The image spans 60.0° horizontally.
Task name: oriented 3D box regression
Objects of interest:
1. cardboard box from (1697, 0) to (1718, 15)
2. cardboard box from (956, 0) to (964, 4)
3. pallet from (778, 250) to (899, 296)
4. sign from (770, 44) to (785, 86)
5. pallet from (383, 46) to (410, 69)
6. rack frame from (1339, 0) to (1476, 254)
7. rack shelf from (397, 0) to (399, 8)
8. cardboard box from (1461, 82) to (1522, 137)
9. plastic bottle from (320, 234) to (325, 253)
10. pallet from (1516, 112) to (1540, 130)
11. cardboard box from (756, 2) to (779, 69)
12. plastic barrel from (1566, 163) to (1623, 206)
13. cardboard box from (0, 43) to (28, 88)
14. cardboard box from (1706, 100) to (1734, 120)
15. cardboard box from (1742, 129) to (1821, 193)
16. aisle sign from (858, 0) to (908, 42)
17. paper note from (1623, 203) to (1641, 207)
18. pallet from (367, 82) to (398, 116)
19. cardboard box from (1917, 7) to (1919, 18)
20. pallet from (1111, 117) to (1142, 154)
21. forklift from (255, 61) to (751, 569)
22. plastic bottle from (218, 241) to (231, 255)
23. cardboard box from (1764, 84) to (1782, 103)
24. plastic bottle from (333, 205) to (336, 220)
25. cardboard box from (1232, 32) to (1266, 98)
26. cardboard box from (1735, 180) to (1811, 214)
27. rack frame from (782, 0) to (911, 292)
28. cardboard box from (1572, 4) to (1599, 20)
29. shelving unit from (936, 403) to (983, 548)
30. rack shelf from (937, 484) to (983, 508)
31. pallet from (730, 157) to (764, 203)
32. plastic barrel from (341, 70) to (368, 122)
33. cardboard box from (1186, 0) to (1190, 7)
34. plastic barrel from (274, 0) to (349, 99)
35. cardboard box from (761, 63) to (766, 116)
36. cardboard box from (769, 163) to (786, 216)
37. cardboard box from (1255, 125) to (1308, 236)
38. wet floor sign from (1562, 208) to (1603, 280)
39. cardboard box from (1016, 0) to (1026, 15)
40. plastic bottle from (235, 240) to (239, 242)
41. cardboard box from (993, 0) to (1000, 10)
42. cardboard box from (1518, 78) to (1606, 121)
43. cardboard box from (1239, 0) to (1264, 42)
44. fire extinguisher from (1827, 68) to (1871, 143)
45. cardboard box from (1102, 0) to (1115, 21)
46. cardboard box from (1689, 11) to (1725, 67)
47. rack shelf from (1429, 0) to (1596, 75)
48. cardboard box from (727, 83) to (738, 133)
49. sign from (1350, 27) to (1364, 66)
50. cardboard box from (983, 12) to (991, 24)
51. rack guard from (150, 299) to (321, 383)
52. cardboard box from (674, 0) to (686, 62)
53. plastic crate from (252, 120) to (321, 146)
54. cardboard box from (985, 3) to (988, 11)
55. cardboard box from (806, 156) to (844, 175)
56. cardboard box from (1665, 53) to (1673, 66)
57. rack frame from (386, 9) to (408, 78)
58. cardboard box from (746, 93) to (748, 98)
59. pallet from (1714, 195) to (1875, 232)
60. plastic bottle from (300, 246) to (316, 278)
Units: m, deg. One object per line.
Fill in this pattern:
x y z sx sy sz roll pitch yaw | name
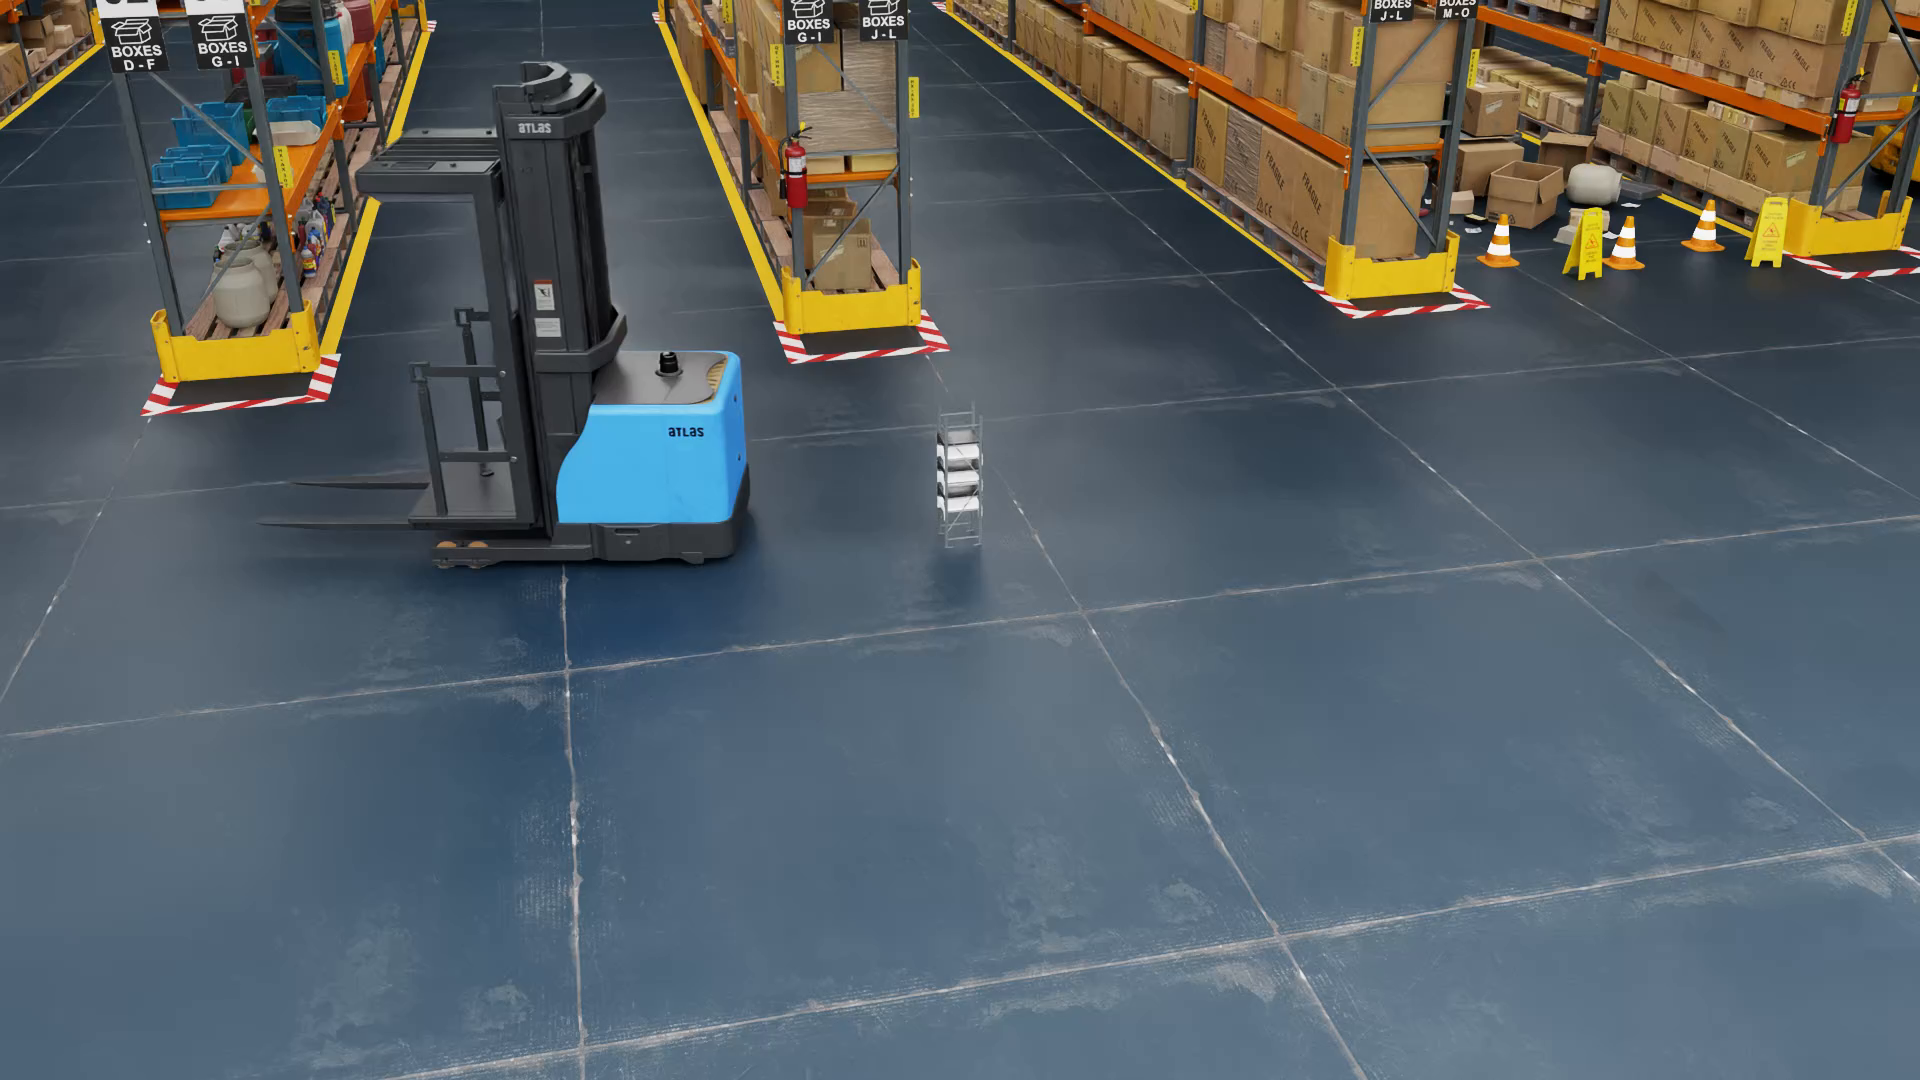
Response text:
8.110 -5.695 17.154 0.700 0.500 0.500 -6 27 -12 | cardboard box
0.138 -9.329 28.602 0.380 0.149 0.250 -5 27 -11 | cardboard box
-1.084 -2.342 15.157 1.003 0.211 1.213 -6 27 -12 | pallet
-1.463 -3.804 13.322 0.100 0.325 0.005 -6 27 -12 | sign
-8.651 -7.033 24.449 1.003 0.211 1.213 -6 27 -12 | pallet
3.937 -3.653 14.658 1.000 3.000 0.127 -6 27 -12 | rack frame
-8.899 -8.516 25.091 1.077 0.370 4.000 -6 27 -12 | rack shelf
6.108 -4.984 19.230 0.500 0.500 0.500 -6 27 -12 | cardboard box
-6.017 -2.794 15.573 0.097 0.201 0.097 0 27 0 | plastic bottle
7.380 -5.589 21.590 1.003 0.211 1.213 -6 27 -12 | pallet
-1.511 -4.472 14.731 0.500 0.500 0.500 -6 27 -12 | cardboard box
6.797 -3.803 17.815 0.512 0.421 0.421 13 30 24 | plastic barrel
-12.884 -6.350 22.288 0.500 0.500 0.500 -6 27 -12 | cardboard box
8.043 -4.490 17.351 0.380 0.149 0.250 -5 27 -9 | cardboard box
8.303 -3.820 16.743 0.500 0.500 0.500 -6 27 -11 | cardboard box
-0.612 -4.357 13.169 0.394 0.787 0.004 -6 27 -12 | aisle sign
7.201 -3.598 17.845 0.142 0.019 0.148 -16 31 -29 | paper note
-8.036 -5.834 22.075 1.003 0.211 1.213 -6 27 -12 | pallet
12.302 -6.589 20.643 0.500 0.250 0.500 -5 27 -10 | cardboard box
2.510 -5.032 20.485 1.003 0.211 1.213 -6 27 -12 | pallet
-2.928 -1.368 10.208 3.031 2.935 1.130 0 27 0 | forklift
-6.615 -2.546 15.000 0.152 0.276 0.135 -6 27 -11 | plastic bottle
8.242 -4.445 16.506 0.380 0.149 0.250 -6 27 -12 | cardboard box
-6.260 -3.266 16.510 0.097 0.201 0.097 0 27 0 | plastic bottle
3.284 -4.827 16.818 0.875 0.550 0.550 -6 27 -12 | cardboard box
8.287 -3.498 16.937 0.500 0.250 0.500 -6 27 -12 | cardboard box
-0.918 -3.194 13.748 1.000 3.000 0.127 -6 27 -12 | rack frame
7.451 -6.229 19.575 0.380 0.149 0.250 -6 27 -11 | cardboard box
-0.002 -0.405 10.554 0.258 0.900 0.210 -6 27 -12 | shelving unit
-0.002 -0.295 10.610 0.258 0.077 0.200 -6 27 -12 | rack shelf
-1.996 -4.046 18.533 1.003 0.211 1.213 -6 27 -12 | pallet
-7.673 -5.634 20.527 0.600 0.830 0.708 -6 27 -12 | plastic barrel
2.918 -6.117 18.320 0.700 0.500 0.500 -6 27 -12 | cardboard box
-6.437 -4.871 16.515 0.600 0.901 0.708 -6 27 -12 | plastic barrel
-1.315 -4.047 14.997 0.875 0.500 0.500 -6 27 -12 | cardboard box
-1.632 -3.591 16.844 0.500 0.500 0.500 2 27 5 | cardboard box
3.520 -3.569 16.384 0.875 0.875 0.875 -6 27 -12 | cardboard box
5.873 -2.790 15.562 0.267 0.644 0.232 -11 29 -20 | wet floor sign
1.142 -7.976 24.699 0.500 0.250 0.500 -7 28 -14 | cardboard box
-6.511 -2.561 15.021 0.061 0.283 0.133 -6 27 -12 | plastic bottle
0.740 -8.448 26.196 0.380 0.149 0.250 -6 27 -12 | cardboard box
7.550 -5.516 20.799 0.950 0.372 0.625 -4 27 -8 | cardboard box
3.310 -5.312 16.580 0.875 0.550 0.550 -6 27 -12 | cardboard box
8.314 -4.068 15.567 0.296 0.674 0.183 -6 27 -12 | fire extinguisher
2.090 -6.762 20.708 0.500 0.500 0.500 -6 27 -12 | cardboard box
8.033 -5.252 17.386 0.500 0.500 0.500 -6 27 -11 | cardboard box
7.385 -6.513 21.123 1.077 0.370 4.000 -6 27 -12 | rack shelf
-2.413 -5.252 20.112 0.700 0.500 0.500 -8 28 -16 | cardboard box
3.405 -4.227 14.247 0.100 0.325 0.005 -6 27 -12 | sign
0.579 -8.428 26.816 0.380 0.149 0.250 -6 27 -12 | cardboard box
-5.806 -1.603 13.372 1.175 0.500 0.348 -6 27 -12 | rack guard
-3.459 -7.422 24.017 1.225 0.875 0.875 -6 27 -11 | cardboard box
-6.032 -3.642 14.929 0.530 0.136 0.437 -6 27 -12 | plastic crate
0.623 -8.658 26.941 0.380 0.149 0.250 -7 28 -14 | cardboard box
-1.183 -3.186 14.011 0.380 0.149 0.250 -6 27 -12 | cardboard box
7.904 -5.228 18.057 0.380 0.149 0.250 -6 27 -12 | cardboard box
-8.448 -7.959 23.189 1.000 3.000 0.127 -6 27 -12 | rack frame
-1.937 -4.495 16.605 0.380 0.149 0.250 -6 27 -12 | cardboard box
8.571 -3.349 17.150 1.003 0.211 1.213 -6 27 -12 | pallet
-5.848 -2.497 14.907 0.097 0.271 0.097 0 27 0 | plastic bottle
